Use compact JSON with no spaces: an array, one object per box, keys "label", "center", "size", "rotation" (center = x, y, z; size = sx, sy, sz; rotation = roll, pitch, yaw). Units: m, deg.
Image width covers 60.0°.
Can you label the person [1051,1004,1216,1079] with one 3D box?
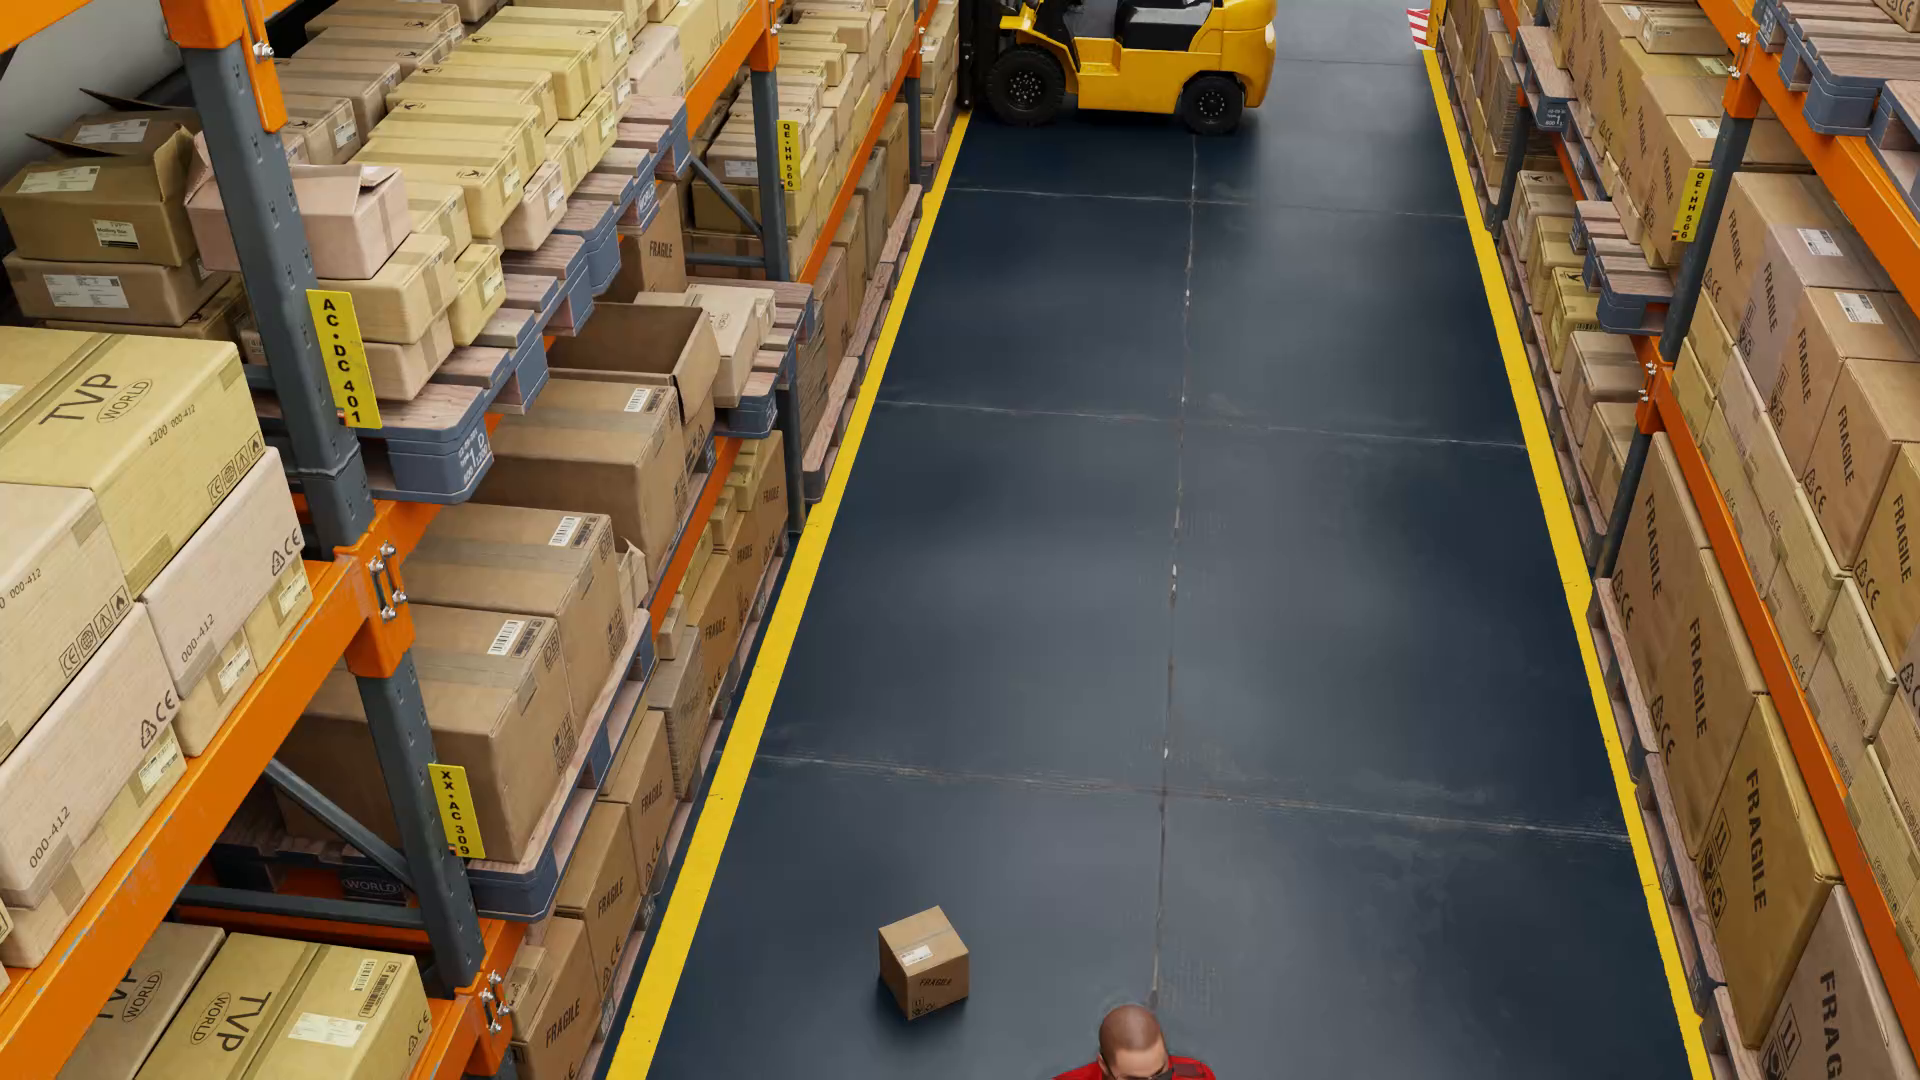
[{"label":"person","center":[0.423,1.905,4.400],"size":[0.550,1.674,0.986],"rotation":[-4,36,-5]}]
